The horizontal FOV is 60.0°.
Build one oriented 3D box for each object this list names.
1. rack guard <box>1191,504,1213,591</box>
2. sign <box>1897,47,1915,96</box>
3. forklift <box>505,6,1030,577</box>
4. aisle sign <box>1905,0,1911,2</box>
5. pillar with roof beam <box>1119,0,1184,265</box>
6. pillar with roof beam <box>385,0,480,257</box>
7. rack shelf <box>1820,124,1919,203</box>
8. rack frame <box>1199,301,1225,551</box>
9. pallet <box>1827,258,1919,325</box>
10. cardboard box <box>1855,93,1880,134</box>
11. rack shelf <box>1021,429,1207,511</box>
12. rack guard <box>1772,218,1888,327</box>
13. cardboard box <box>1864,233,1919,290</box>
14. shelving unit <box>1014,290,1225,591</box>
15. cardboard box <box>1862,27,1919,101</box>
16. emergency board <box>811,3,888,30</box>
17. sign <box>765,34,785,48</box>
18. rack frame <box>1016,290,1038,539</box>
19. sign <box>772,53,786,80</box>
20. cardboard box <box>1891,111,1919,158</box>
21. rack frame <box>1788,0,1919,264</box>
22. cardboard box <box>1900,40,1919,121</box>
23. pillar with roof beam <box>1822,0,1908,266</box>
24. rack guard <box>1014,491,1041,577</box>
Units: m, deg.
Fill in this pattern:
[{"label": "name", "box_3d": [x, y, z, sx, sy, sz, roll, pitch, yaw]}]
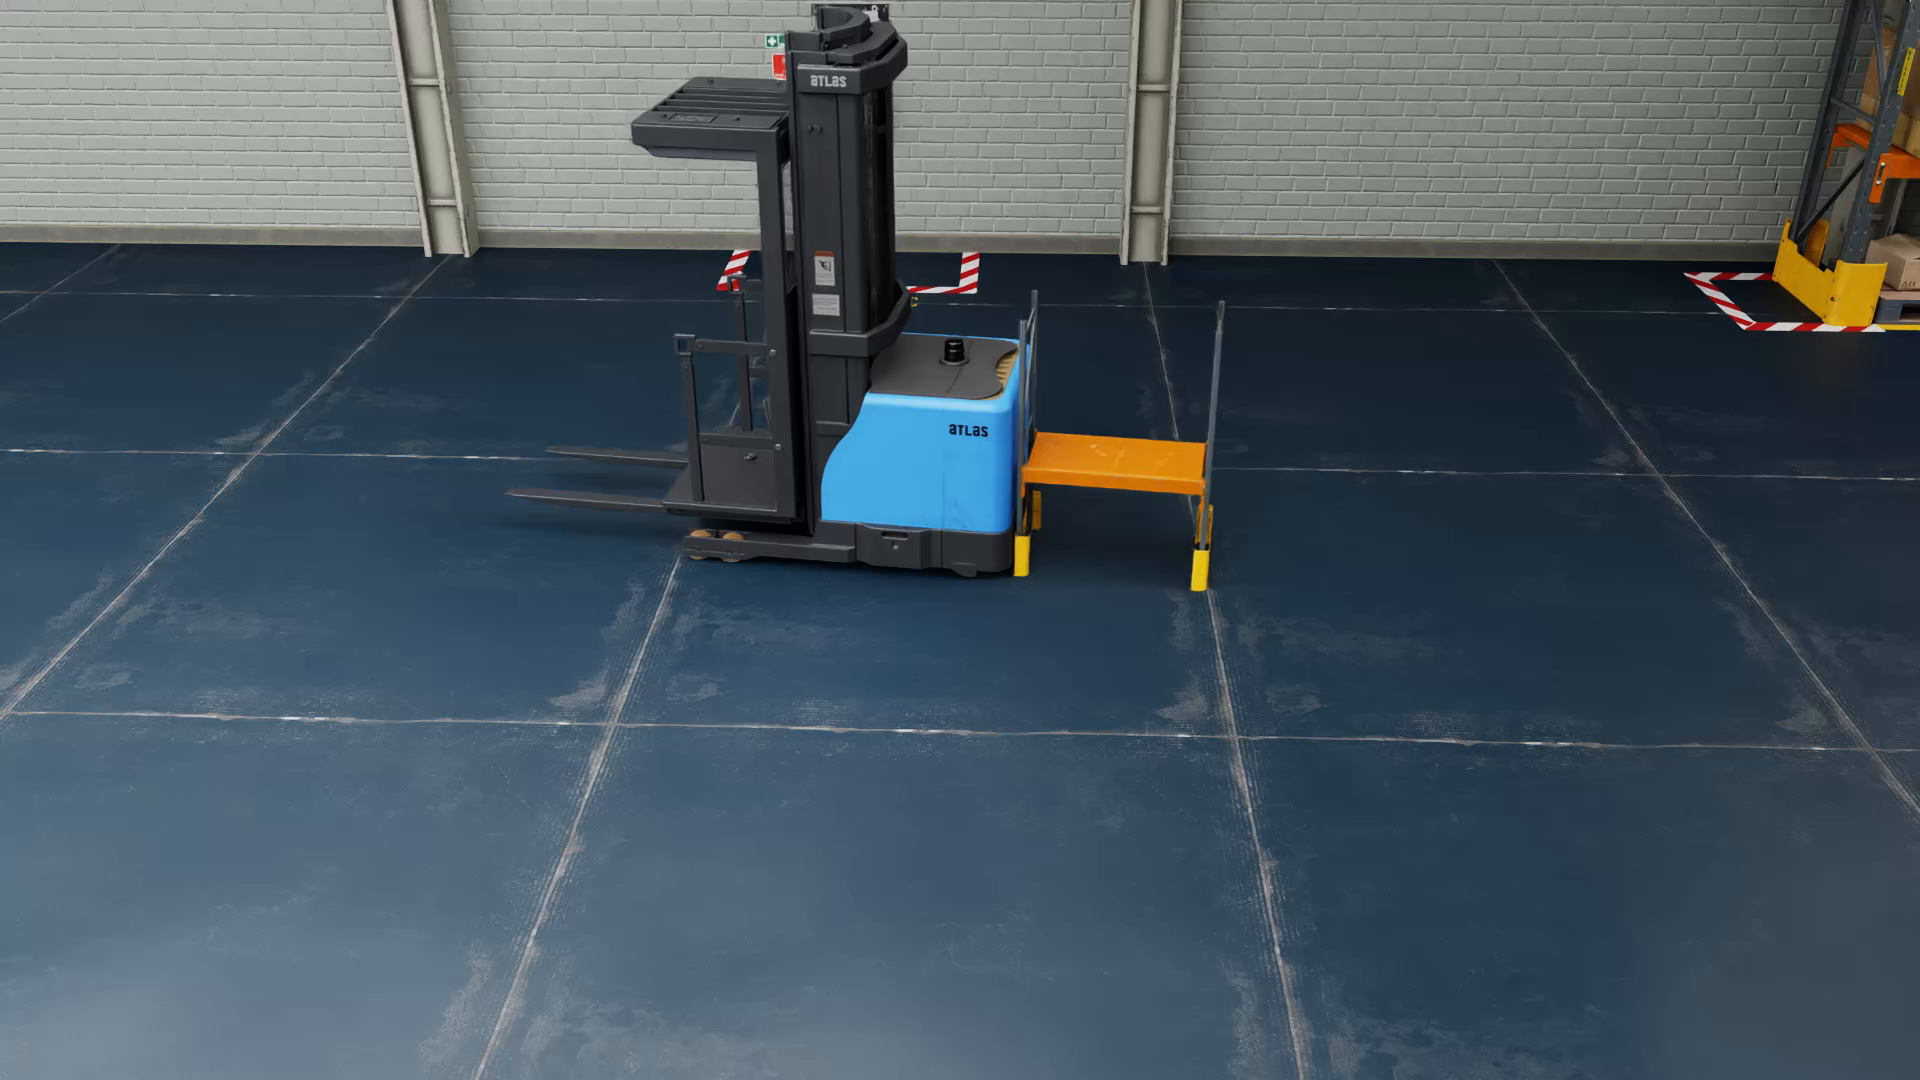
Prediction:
[{"label": "rack guard", "box_3d": [1.372, 0.037, 9.413, 0.087, 0.250, 0.587, 5, 28, 9]}, {"label": "sign", "box_3d": [6.823, -3.380, 12.000, 0.005, 0.325, 0.100, 1, 28, 2]}, {"label": "forklift", "box_3d": [-1.132, -1.405, 9.271, 3.031, 2.935, 1.130, 5, 28, 9]}, {"label": "aisle sign", "box_3d": [6.760, -4.261, 11.810, 0.004, 0.787, 0.394, 1, 28, 2]}, {"label": "pillar with roof beam", "box_3d": [1.424, -4.380, 8.404, 0.400, 9.000, 9.100, 1, 28, 2]}, {"label": "pillar with roof beam", "box_3d": [-4.572, -4.479, 8.592, 0.400, 9.000, 9.100, 1, 28, 2]}, {"label": "rack shelf", "box_3d": [8.841, -2.901, 12.788, 4.000, 0.370, 1.077, 1, 28, 2]}, {"label": "rack frame", "box_3d": [1.373, -0.515, 9.120, 0.032, 1.500, 0.500, 5, 28, 9]}, {"label": "pallet", "box_3d": [7.729, -1.989, 13.276, 1.213, 0.211, 1.003, 1, 28, 2]}, {"label": "cardboard box", "box_3d": [7.316, -3.277, 12.869, 0.500, 0.250, 0.500, 1, 28, 3]}, {"label": "rack shelf", "box_3d": [0.872, -0.396, 9.279, 1.000, 0.185, 0.538, 5, 28, 9]}, {"label": "rack guard", "box_3d": [6.918, -2.146, 13.265, 0.348, 0.500, 1.175, 1, 28, 2]}, {"label": "cardboard box", "box_3d": [7.531, -2.205, 13.107, 0.500, 0.311, 0.500, -2, 28, -4]}, {"label": "shelving unit", "box_3d": [0.881, -0.554, 9.194, 1.083, 1.500, 0.587, 5, 28, 9]}, {"label": "cardboard box", "box_3d": [7.321, -3.617, 12.710, 0.500, 0.500, 0.500, 1, 28, 1]}, {"label": "emergency board", "box_3d": [-0.892, -3.803, 13.722, 0.643, 1.169, 0.194, 1, 28, 2]}, {"label": "sign", "box_3d": [-1.437, -4.106, 13.689, 0.331, 0.109, 0.001, 1, 28, 2]}, {"label": "rack frame", "box_3d": [0.371, -0.595, 9.271, 0.032, 1.500, 0.500, 5, 28, 9]}, {"label": "sign", "box_3d": [-1.441, -3.876, 13.821, 0.234, 0.329, 0.001, 1, 28, 2]}, {"label": "cardboard box", "box_3d": [7.319, -3.038, 12.417, 0.500, 0.250, 0.500, 0, 28, 0]}, {"label": "rack frame", "box_3d": [6.842, -3.252, 12.682, 0.127, 3.000, 1.000, 1, 28, 2]}, {"label": "cardboard box", "box_3d": [7.309, -3.377, 12.256, 0.500, 0.500, 0.500, 1, 28, 2]}, {"label": "pillar with roof beam", "box_3d": [7.421, -4.281, 8.217, 0.400, 9.000, 9.100, 1, 28, 2]}, {"label": "rack guard", "box_3d": [0.390, -0.041, 9.560, 0.087, 0.250, 0.587, 5, 28, 9]}]
